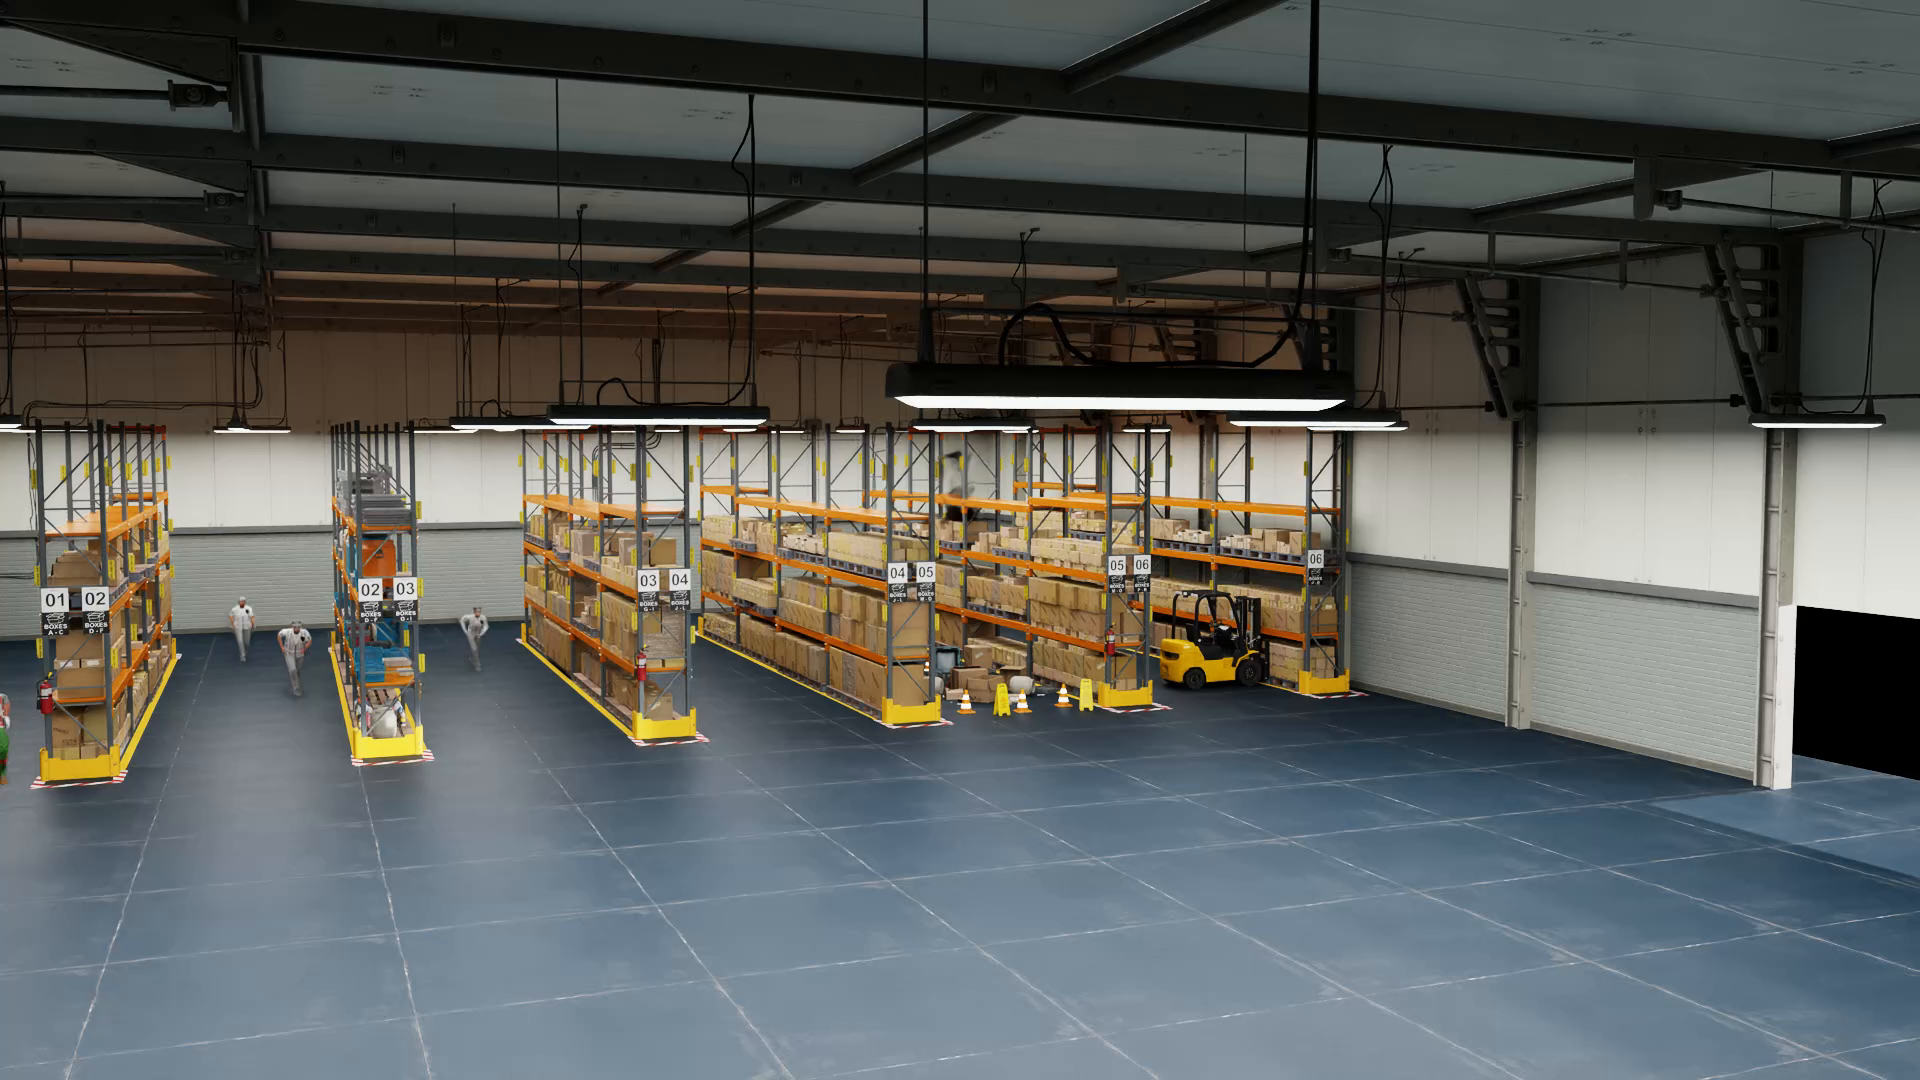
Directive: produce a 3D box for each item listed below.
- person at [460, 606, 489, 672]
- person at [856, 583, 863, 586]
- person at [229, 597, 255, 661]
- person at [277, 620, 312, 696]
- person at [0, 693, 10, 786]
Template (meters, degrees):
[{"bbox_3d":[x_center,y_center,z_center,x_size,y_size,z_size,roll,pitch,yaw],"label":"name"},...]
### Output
[{"bbox_3d":[-11.922,2.402,40.793,0.656,1.627,0.980,-2,4,-27],"label":"person"},{"bbox_3d":[-2.738,2.043,44.719,0.675,1.796,0.907,-1,4,-22],"label":"person"},{"bbox_3d":[-18.382,2.263,42.588,0.592,1.640,0.720,-2,4,-28],"label":"person"},{"bbox_3d":[-14.808,2.608,37.025,0.705,1.715,1.017,-2,4,-25],"label":"person"},{"bbox_3d":[-15.914,3.142,27.291,0.674,1.806,0.824,-3,5,-43],"label":"person"}]
